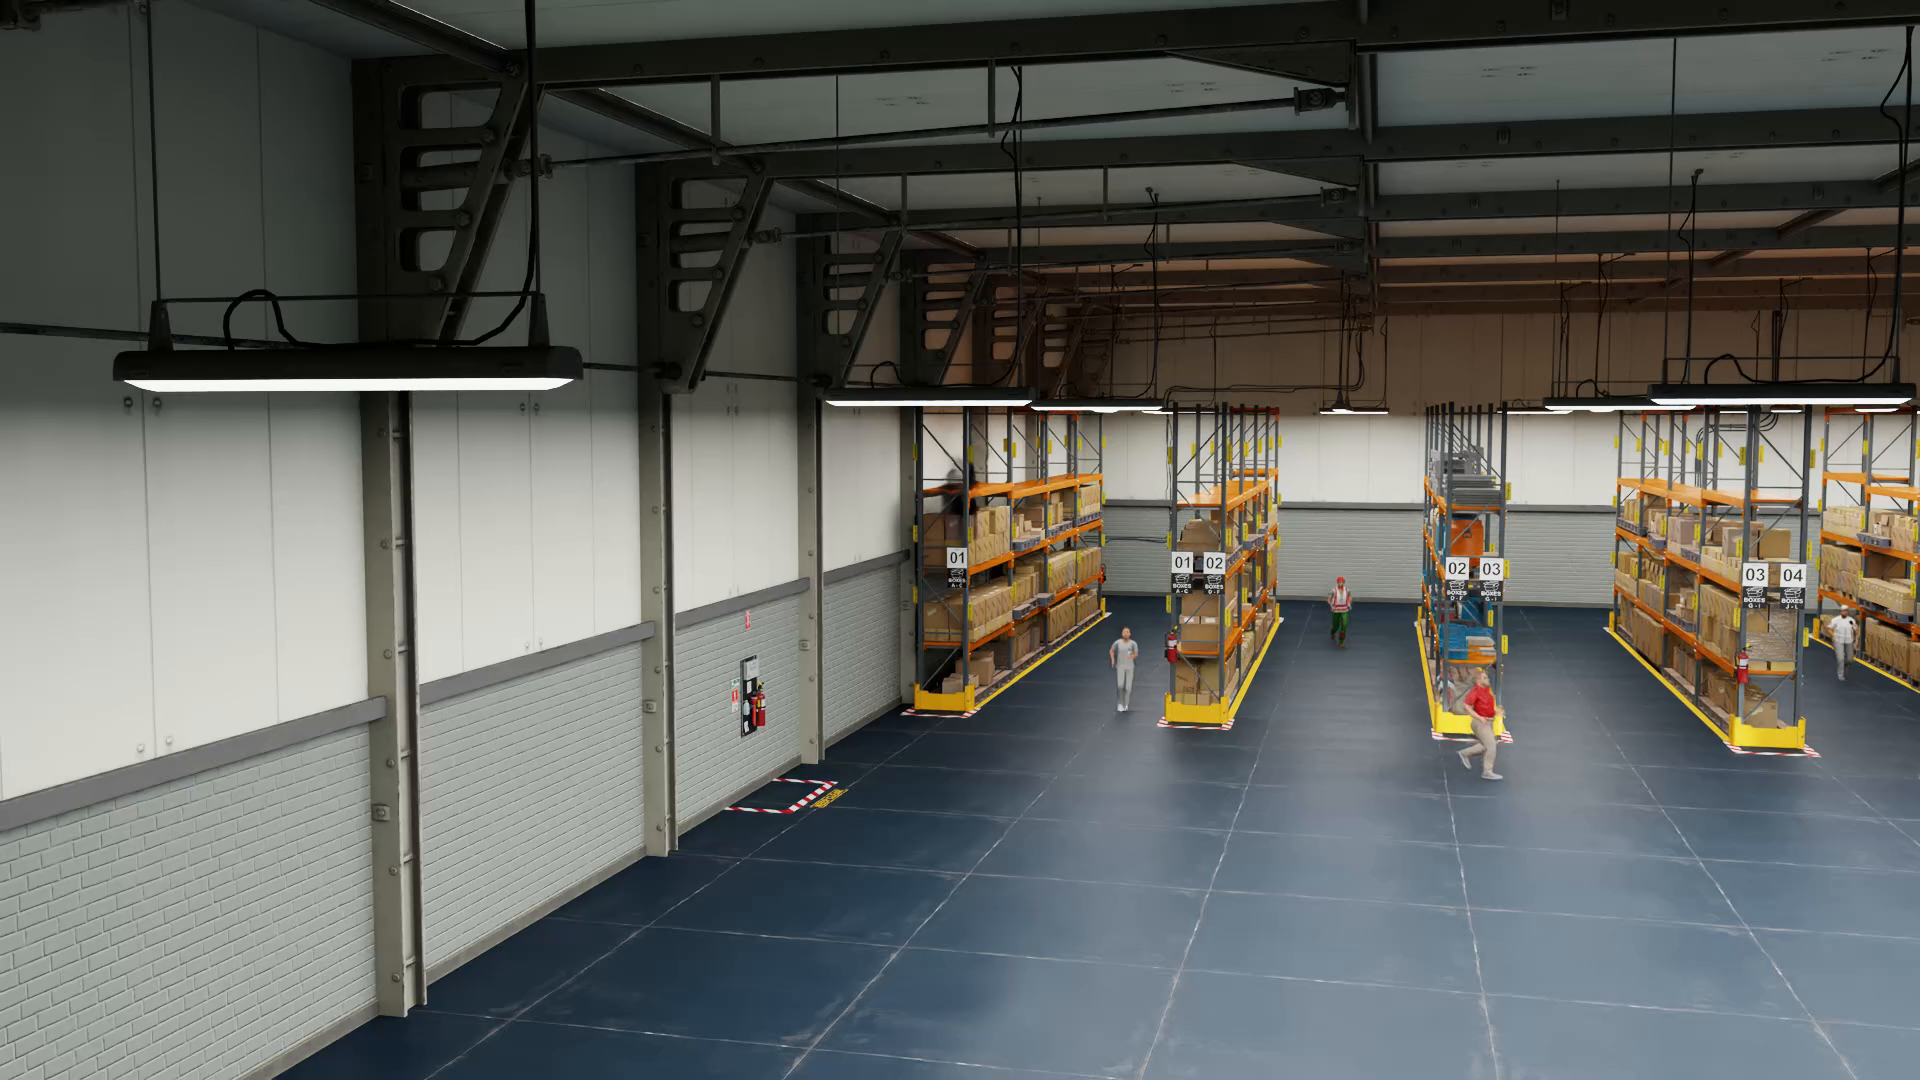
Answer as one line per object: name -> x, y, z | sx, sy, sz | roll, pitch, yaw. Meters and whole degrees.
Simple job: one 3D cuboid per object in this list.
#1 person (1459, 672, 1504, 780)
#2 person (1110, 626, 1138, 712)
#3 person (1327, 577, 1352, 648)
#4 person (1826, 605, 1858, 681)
person -> 8.275, 2.929, 26.395 | 0.743, 1.682, 0.671 | 4, 5, 40
person -> 3.195, 2.512, 32.294 | 0.541, 1.663, 0.580 | 0, 4, 2
person -> 9.475, 1.783, 41.524 | 0.643, 1.764, 0.857 | 0, 4, -1
person -> 19.263, 2.231, 36.307 | 0.613, 1.620, 0.688 | 1, 4, 14
